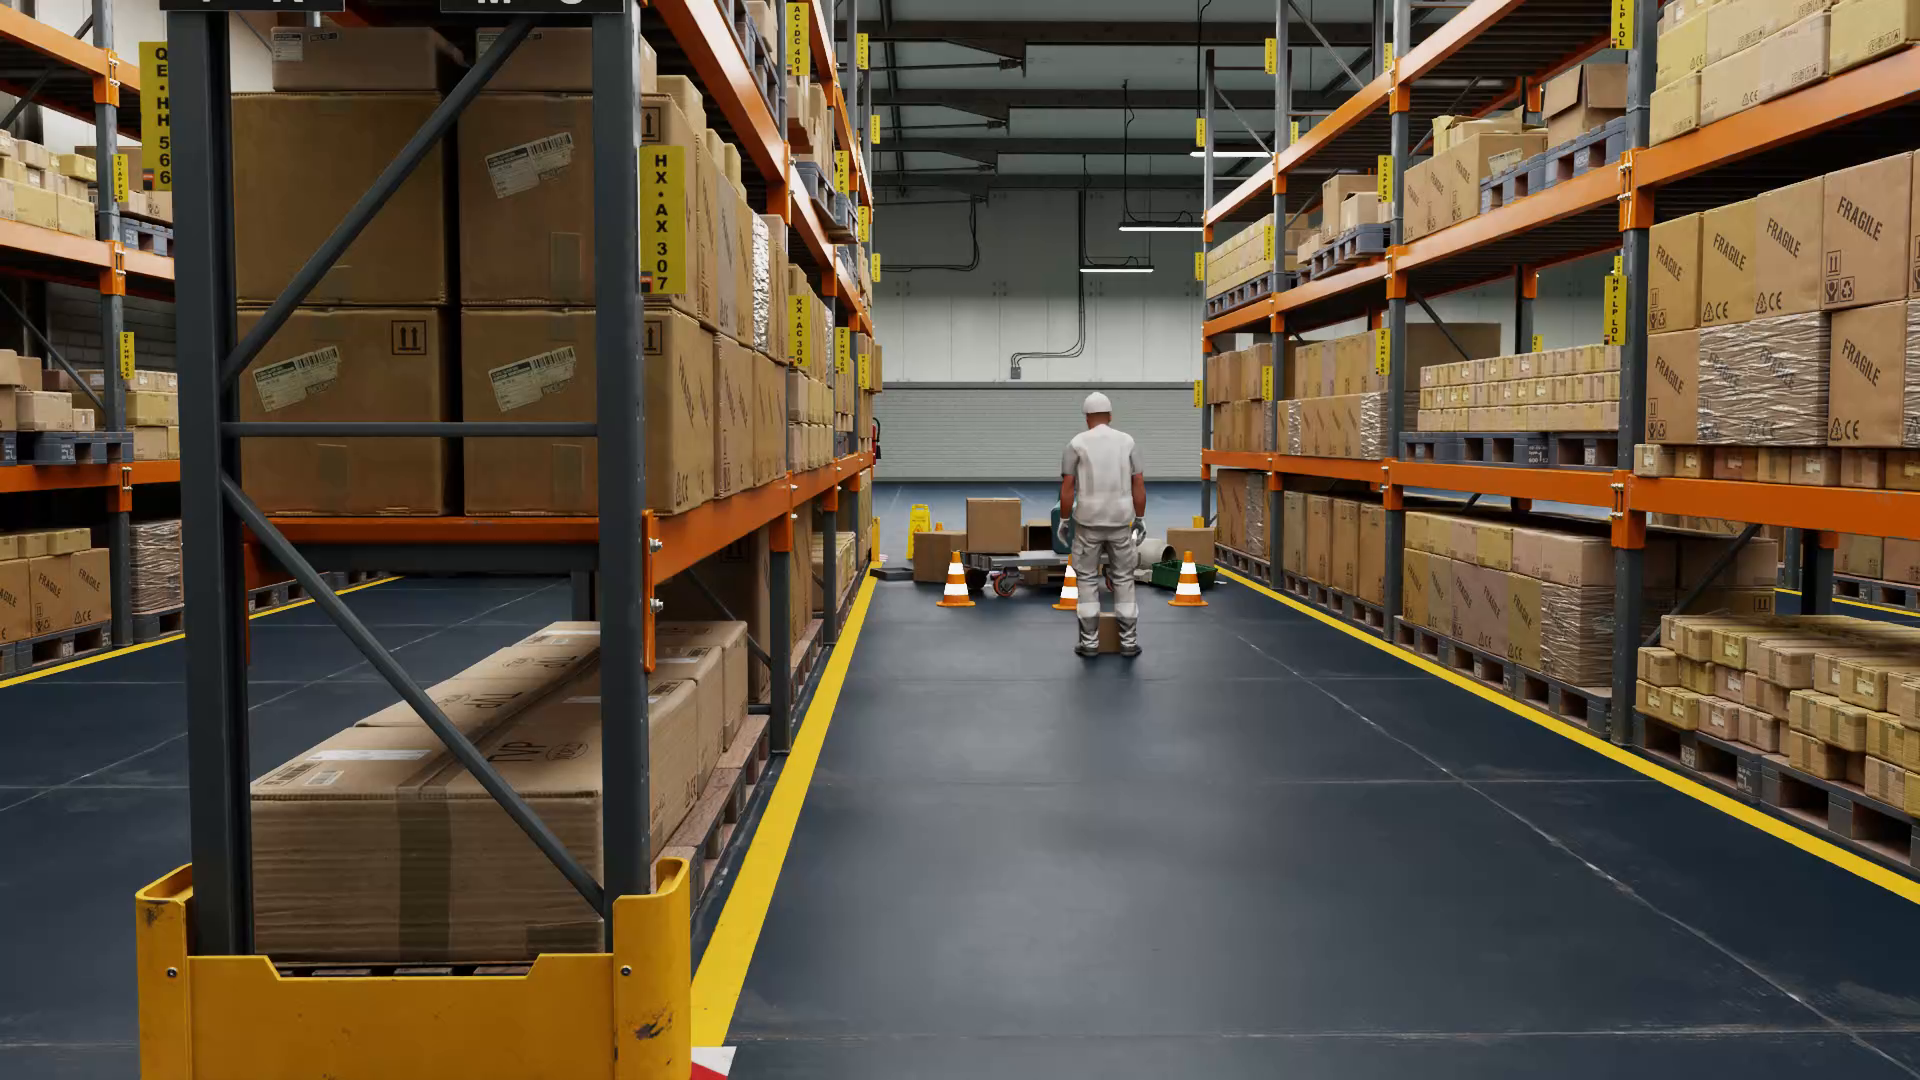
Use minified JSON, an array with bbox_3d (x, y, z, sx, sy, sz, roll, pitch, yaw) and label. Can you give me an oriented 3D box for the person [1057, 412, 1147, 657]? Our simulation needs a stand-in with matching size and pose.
[{"bbox_3d":[13.183,-0.645,19.968,26.498,1.731,15.774,0,4,-5],"label":"person"}]
